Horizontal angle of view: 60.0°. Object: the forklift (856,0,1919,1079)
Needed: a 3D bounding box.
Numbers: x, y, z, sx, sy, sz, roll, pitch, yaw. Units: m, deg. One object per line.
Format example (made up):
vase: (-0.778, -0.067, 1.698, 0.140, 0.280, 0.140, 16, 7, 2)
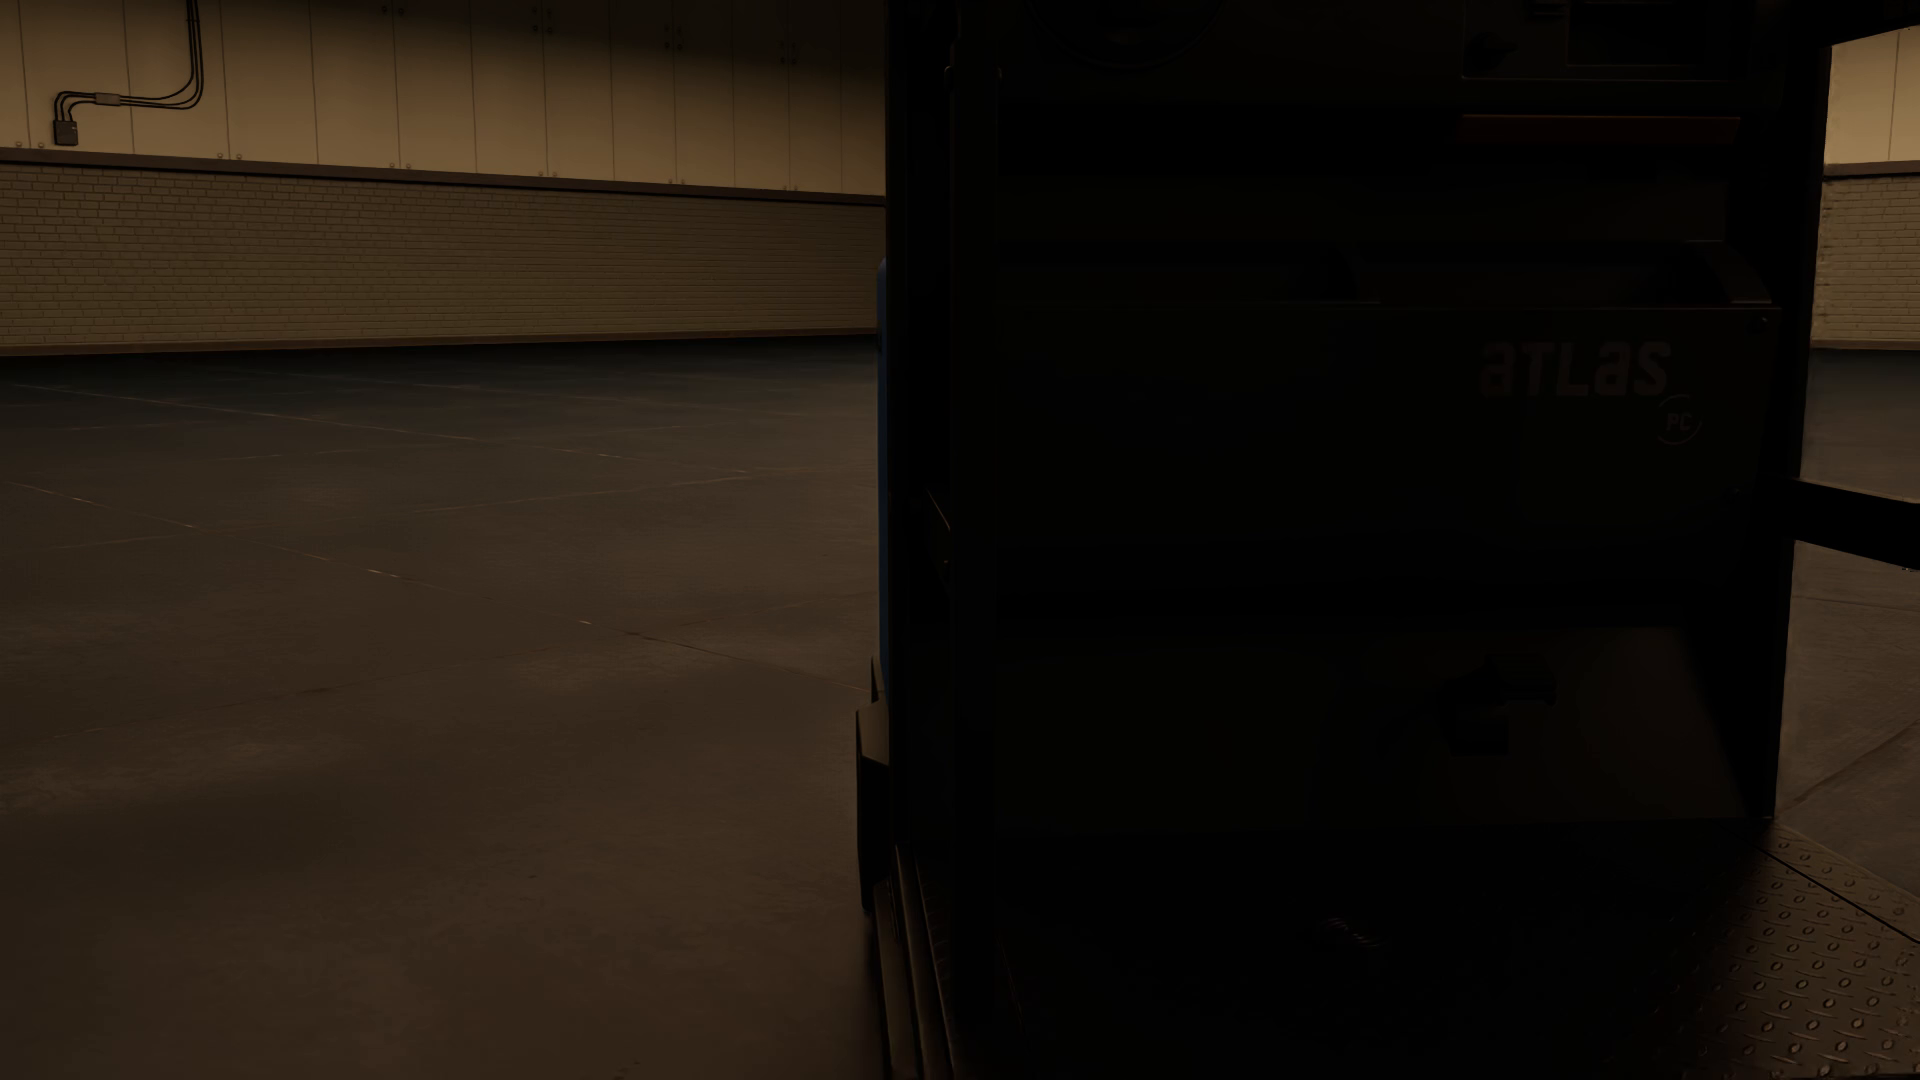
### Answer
forklift: (0.479, -0.716, 1.630, 1.130, 2.935, 3.031, -1, 9, -5)
